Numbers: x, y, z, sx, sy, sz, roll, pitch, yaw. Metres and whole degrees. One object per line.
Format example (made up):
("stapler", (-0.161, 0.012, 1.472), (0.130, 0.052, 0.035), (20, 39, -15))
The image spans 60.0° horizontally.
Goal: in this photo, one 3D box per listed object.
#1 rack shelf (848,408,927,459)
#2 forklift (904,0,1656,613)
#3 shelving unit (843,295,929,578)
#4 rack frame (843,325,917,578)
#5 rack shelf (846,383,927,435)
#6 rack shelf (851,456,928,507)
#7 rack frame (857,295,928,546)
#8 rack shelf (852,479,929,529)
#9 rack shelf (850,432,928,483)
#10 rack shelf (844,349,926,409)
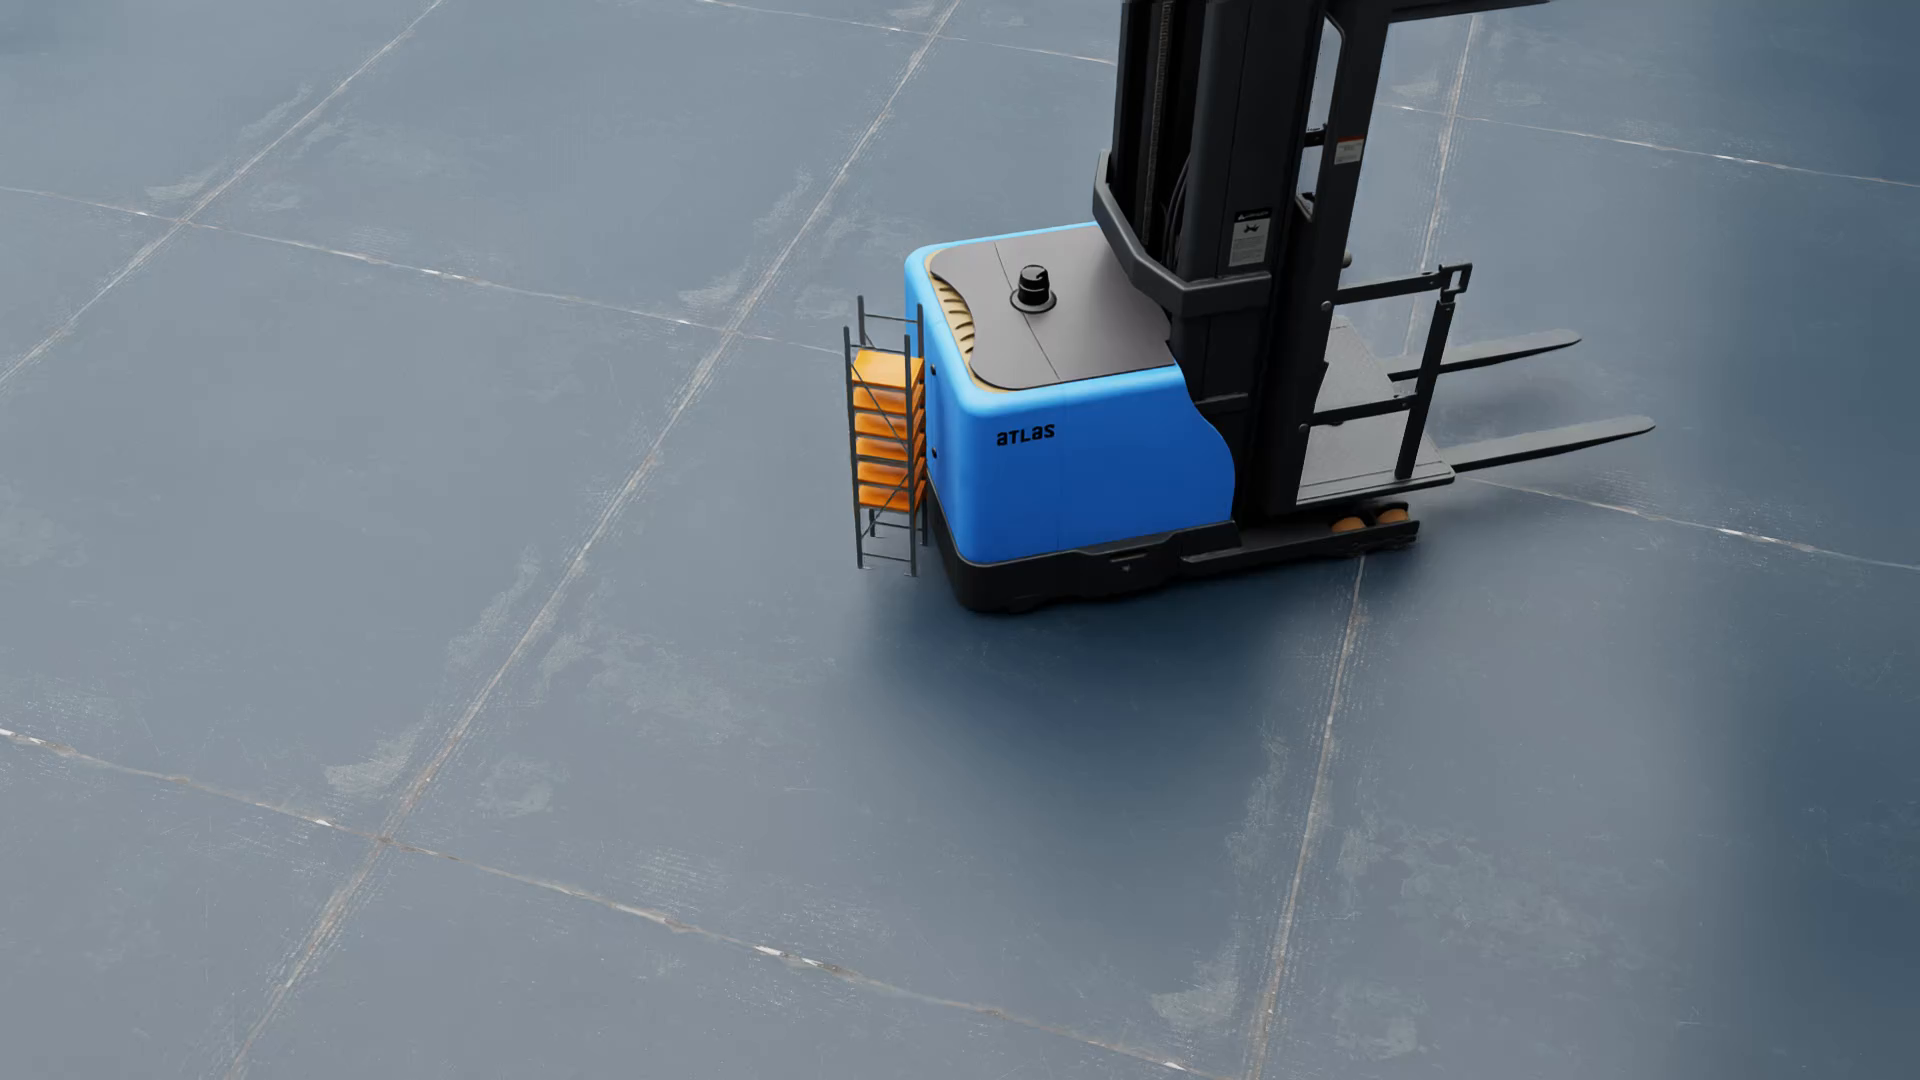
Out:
("rack shelf", (-0.269, -0.416, 6.208), (0.258, 0.103, 0.180), (9, 45, 9))
("forklift", (1.348, -1.326, 6.010), (3.031, 2.935, 1.130), (-10, 45, -10))
("shelving unit", (-0.269, -0.362, 6.261), (0.258, 1.200, 0.189), (9, 45, 9))
("rack frame", (-0.290, -0.300, 6.198), (0.240, 1.200, 0.006), (9, 45, 9))
("rack shelf", (-0.269, -0.502, 6.125), (0.258, 0.103, 0.180), (9, 45, 9))
("rack shelf", (-0.269, -0.244, 6.376), (0.258, 0.103, 0.180), (9, 45, 9))
("rack frame", (-0.249, -0.424, 6.325), (0.240, 1.200, 0.006), (9, 45, 9))
("rack shelf", (-0.269, -0.159, 6.460), (0.258, 0.103, 0.180), (9, 45, 9))
("rack shelf", (-0.269, -0.330, 6.292), (0.258, 0.103, 0.180), (9, 45, 9))
("rack shelf", (-0.269, -0.588, 6.041), (0.258, 0.103, 0.180), (9, 45, 9))
